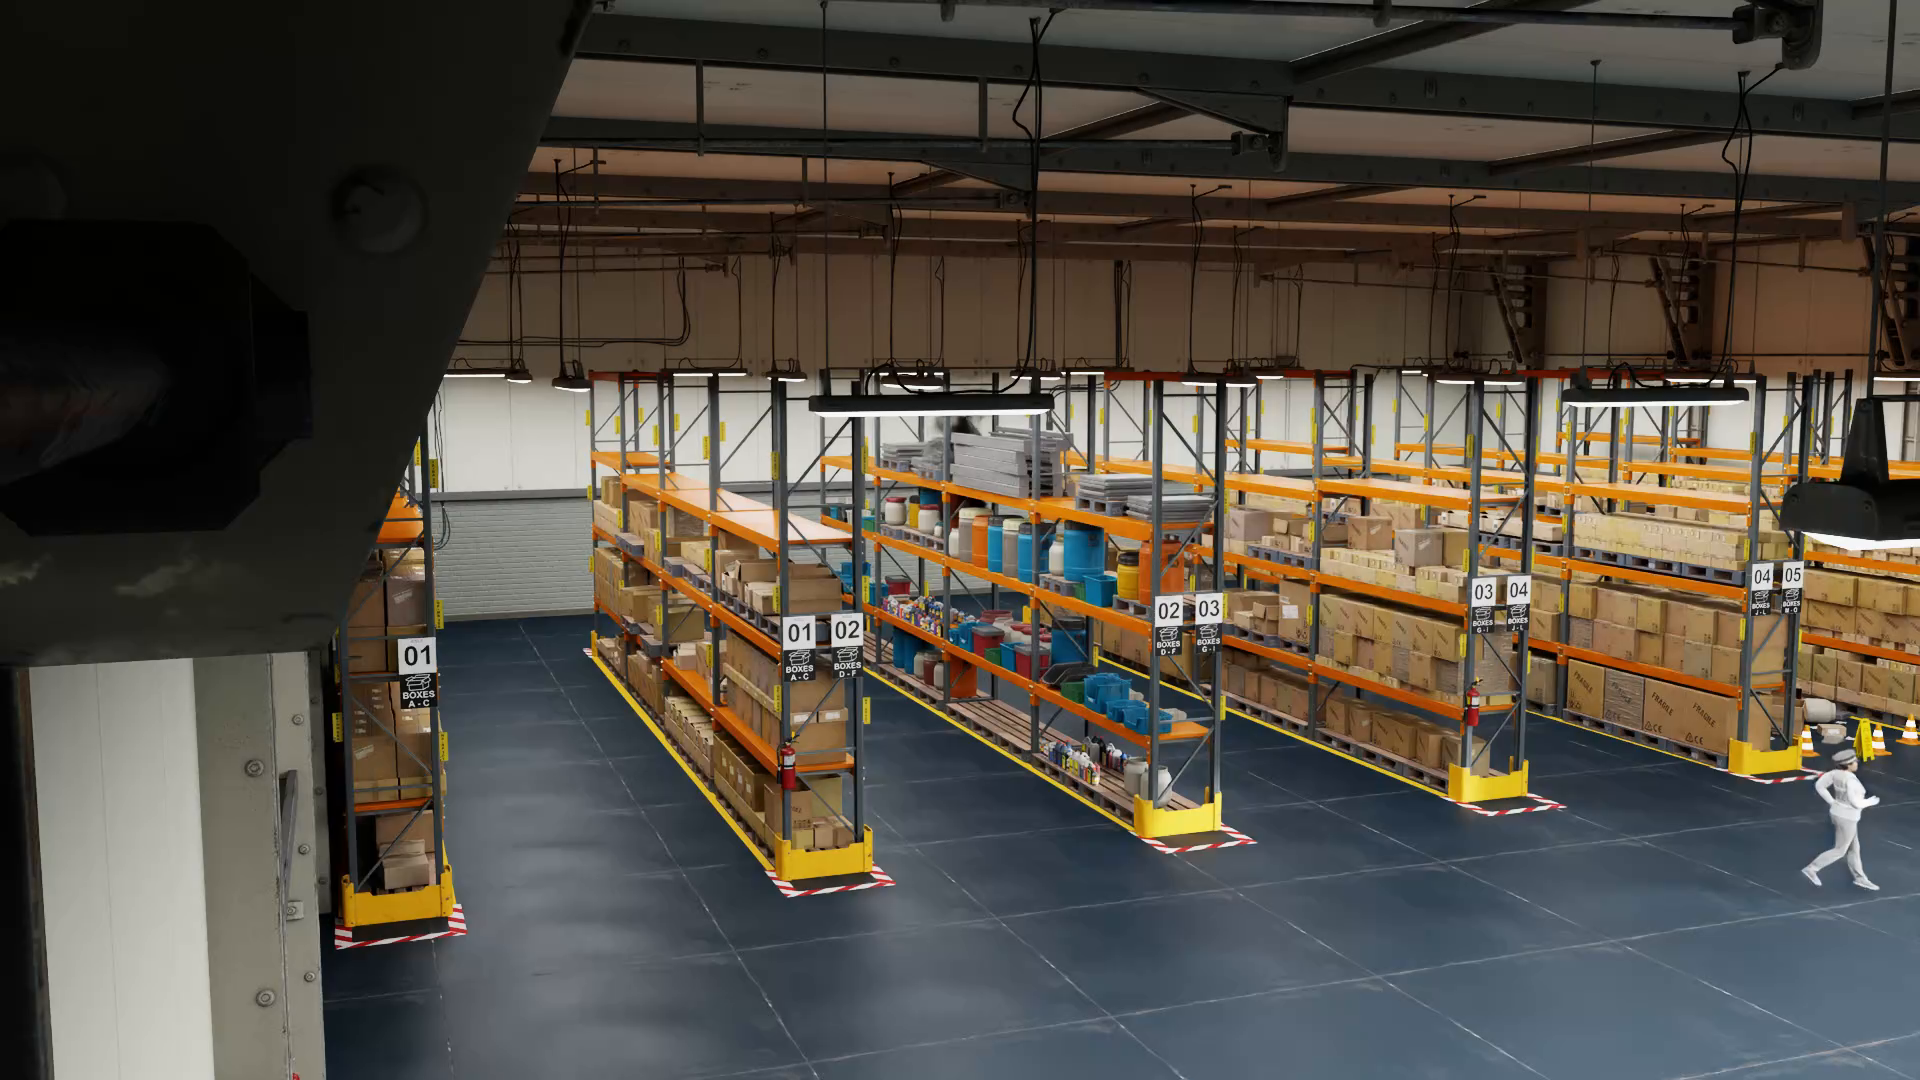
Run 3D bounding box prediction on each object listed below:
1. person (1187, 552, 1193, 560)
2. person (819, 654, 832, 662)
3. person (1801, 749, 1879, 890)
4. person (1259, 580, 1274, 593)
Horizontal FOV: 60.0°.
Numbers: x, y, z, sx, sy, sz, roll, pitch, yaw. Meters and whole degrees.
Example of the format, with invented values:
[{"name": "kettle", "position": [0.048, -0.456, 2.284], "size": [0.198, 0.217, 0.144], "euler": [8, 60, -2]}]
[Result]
[{"name": "person", "position": [5.571, 1.039, 40.554], "size": [0.618, 1.556, 0.498], "euler": [6, 9, 45]}, {"name": "person", "position": [-2.421, 1.879, 29.626], "size": [0.671, 1.782, 0.696], "euler": [-4, 7, -30]}, {"name": "person", "position": [10.390, 3.291, 19.544], "size": [0.920, 1.702, 0.612], "euler": [1, 6, 6]}, {"name": "person", "position": [7.613, 0.905, 41.426], "size": [0.863, 1.685, 0.672], "euler": [5, 8, 39]}]
